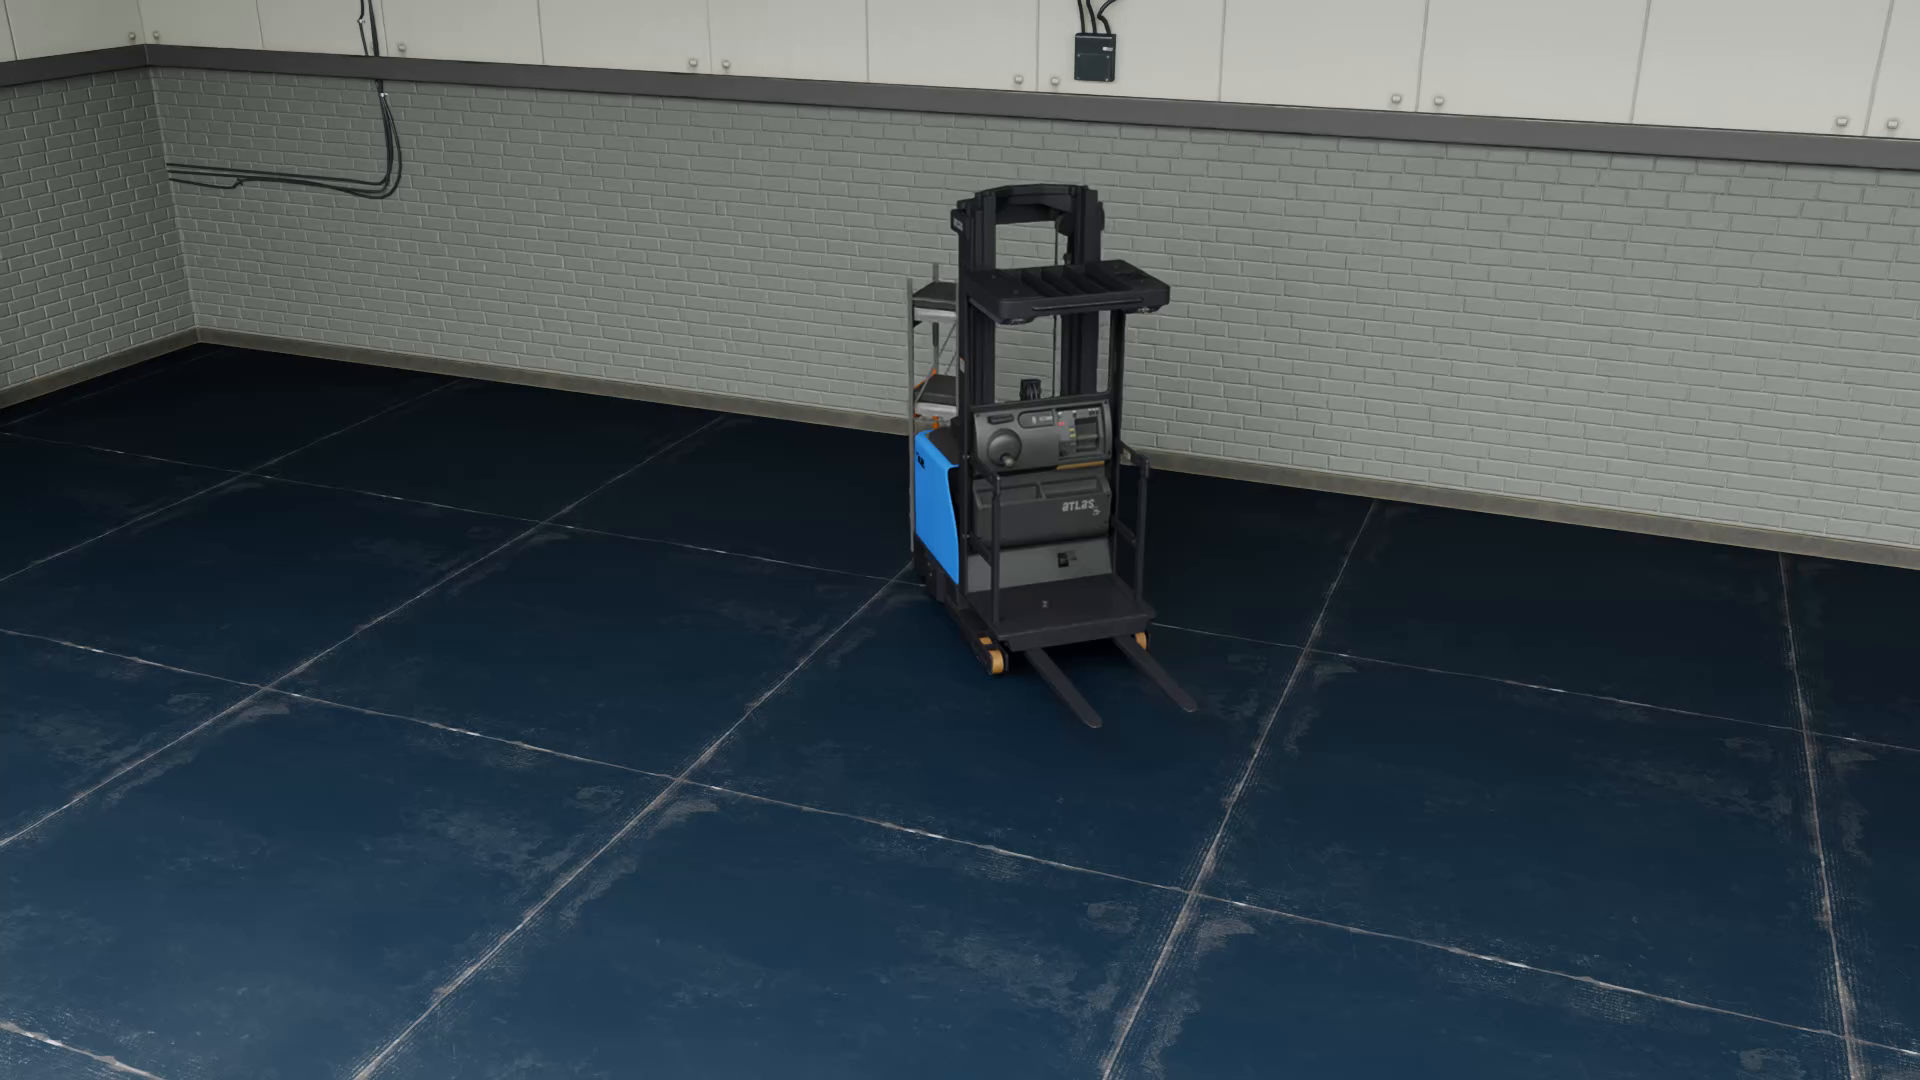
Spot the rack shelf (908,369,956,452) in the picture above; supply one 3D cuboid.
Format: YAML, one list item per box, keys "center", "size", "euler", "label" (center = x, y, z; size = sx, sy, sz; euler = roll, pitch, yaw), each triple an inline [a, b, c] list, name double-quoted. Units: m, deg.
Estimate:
- center: [-0.095, -0.931, 12.291]
  size: [0.431, 0.518, 0.480]
  euler: [8, 24, 19]
  label: "rack shelf"

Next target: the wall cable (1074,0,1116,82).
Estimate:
- center: [1.986, -6.263, 11.657]
  size: [2.305, 6.003, 0.169]
  euler: [9, 24, 20]
  label: "wall cable"

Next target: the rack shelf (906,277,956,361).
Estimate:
- center: [-0.095, -1.577, 12.021]
  size: [0.431, 0.518, 0.480]
  euler: [8, 24, 19]
  label: "rack shelf"

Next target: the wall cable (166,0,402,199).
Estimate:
- center: [-6.822, -4.626, 16.179]
  size: [3.097, 2.526, 0.112]
  euler: [9, 24, 20]
  label: "wall cable"

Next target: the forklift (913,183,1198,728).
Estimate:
- center: [0.607, -0.660, 10.526]
  size: [1.130, 2.935, 3.031]
  euler: [-7, 24, -17]
  label: "forklift"

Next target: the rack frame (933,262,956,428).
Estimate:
- center: [-0.007, -1.032, 12.496]
  size: [0.400, 2.100, 0.015]
  euler: [8, 24, 19]
  label: "rack frame"

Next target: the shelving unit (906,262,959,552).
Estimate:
- center: [-0.095, -0.944, 12.286]
  size: [0.431, 2.100, 0.503]
  euler: [8, 24, 19]
  label: "shelving unit"

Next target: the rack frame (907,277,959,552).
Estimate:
- center: [-0.183, -0.856, 12.076]
  size: [0.400, 2.100, 0.015]
  euler: [8, 24, 19]
  label: "rack frame"

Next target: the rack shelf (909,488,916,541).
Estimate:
- center: [-0.095, -0.285, 12.561]
  size: [0.431, 0.518, 0.480]
  euler: [8, 24, 19]
  label: "rack shelf"
